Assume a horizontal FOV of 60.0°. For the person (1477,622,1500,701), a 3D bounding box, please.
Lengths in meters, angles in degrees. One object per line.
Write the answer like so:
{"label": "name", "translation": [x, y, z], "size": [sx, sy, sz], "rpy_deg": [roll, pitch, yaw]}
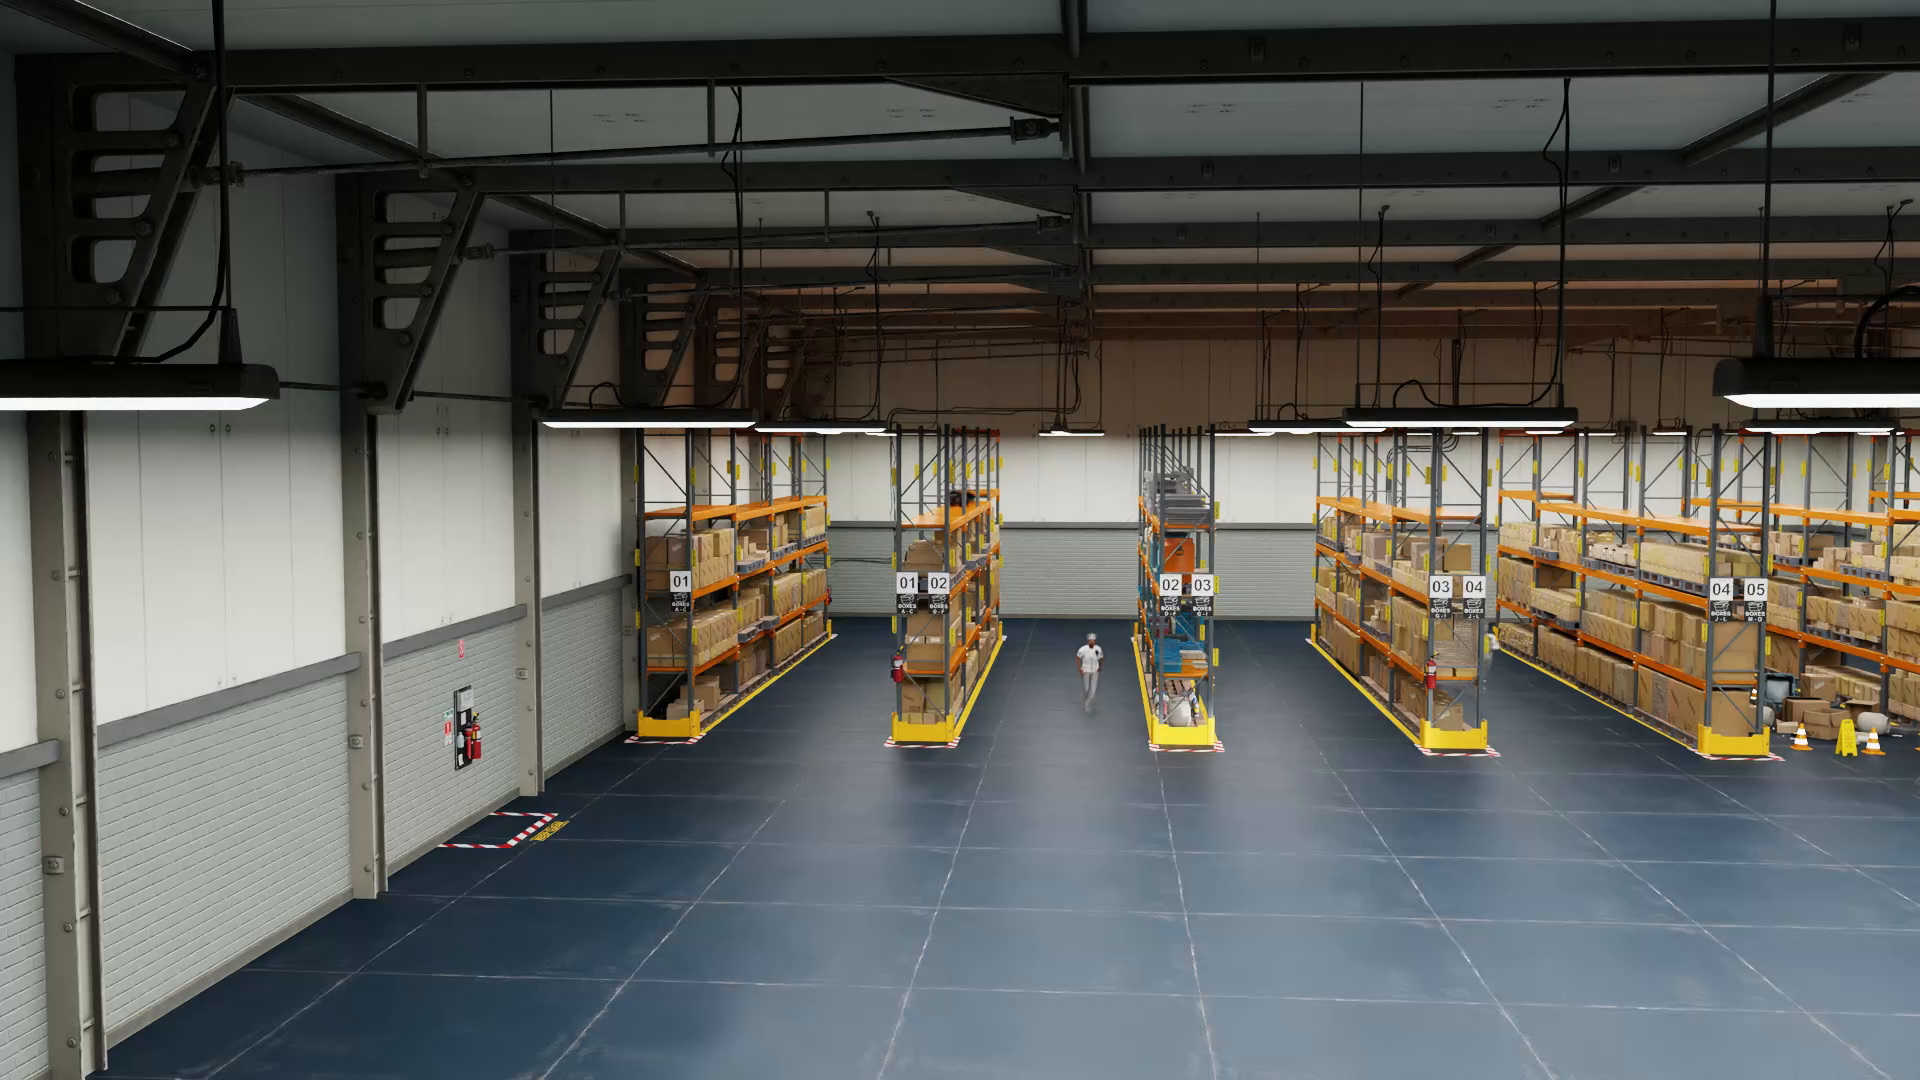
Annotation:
{"label": "person", "translation": [11.582, 2.651, 36.659], "size": [0.587, 1.745, 0.785], "rpy_deg": [0, 3, 5]}

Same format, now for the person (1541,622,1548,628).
{"label": "person", "translation": [16.592, 2.015, 46.819], "size": [0.737, 1.712, 0.952], "rpy_deg": [-2, 4, -24]}

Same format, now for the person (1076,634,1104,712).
{"label": "person", "translation": [2.743, 2.780, 34.954], "size": [0.588, 1.654, 0.545], "rpy_deg": [0, 3, -5]}
